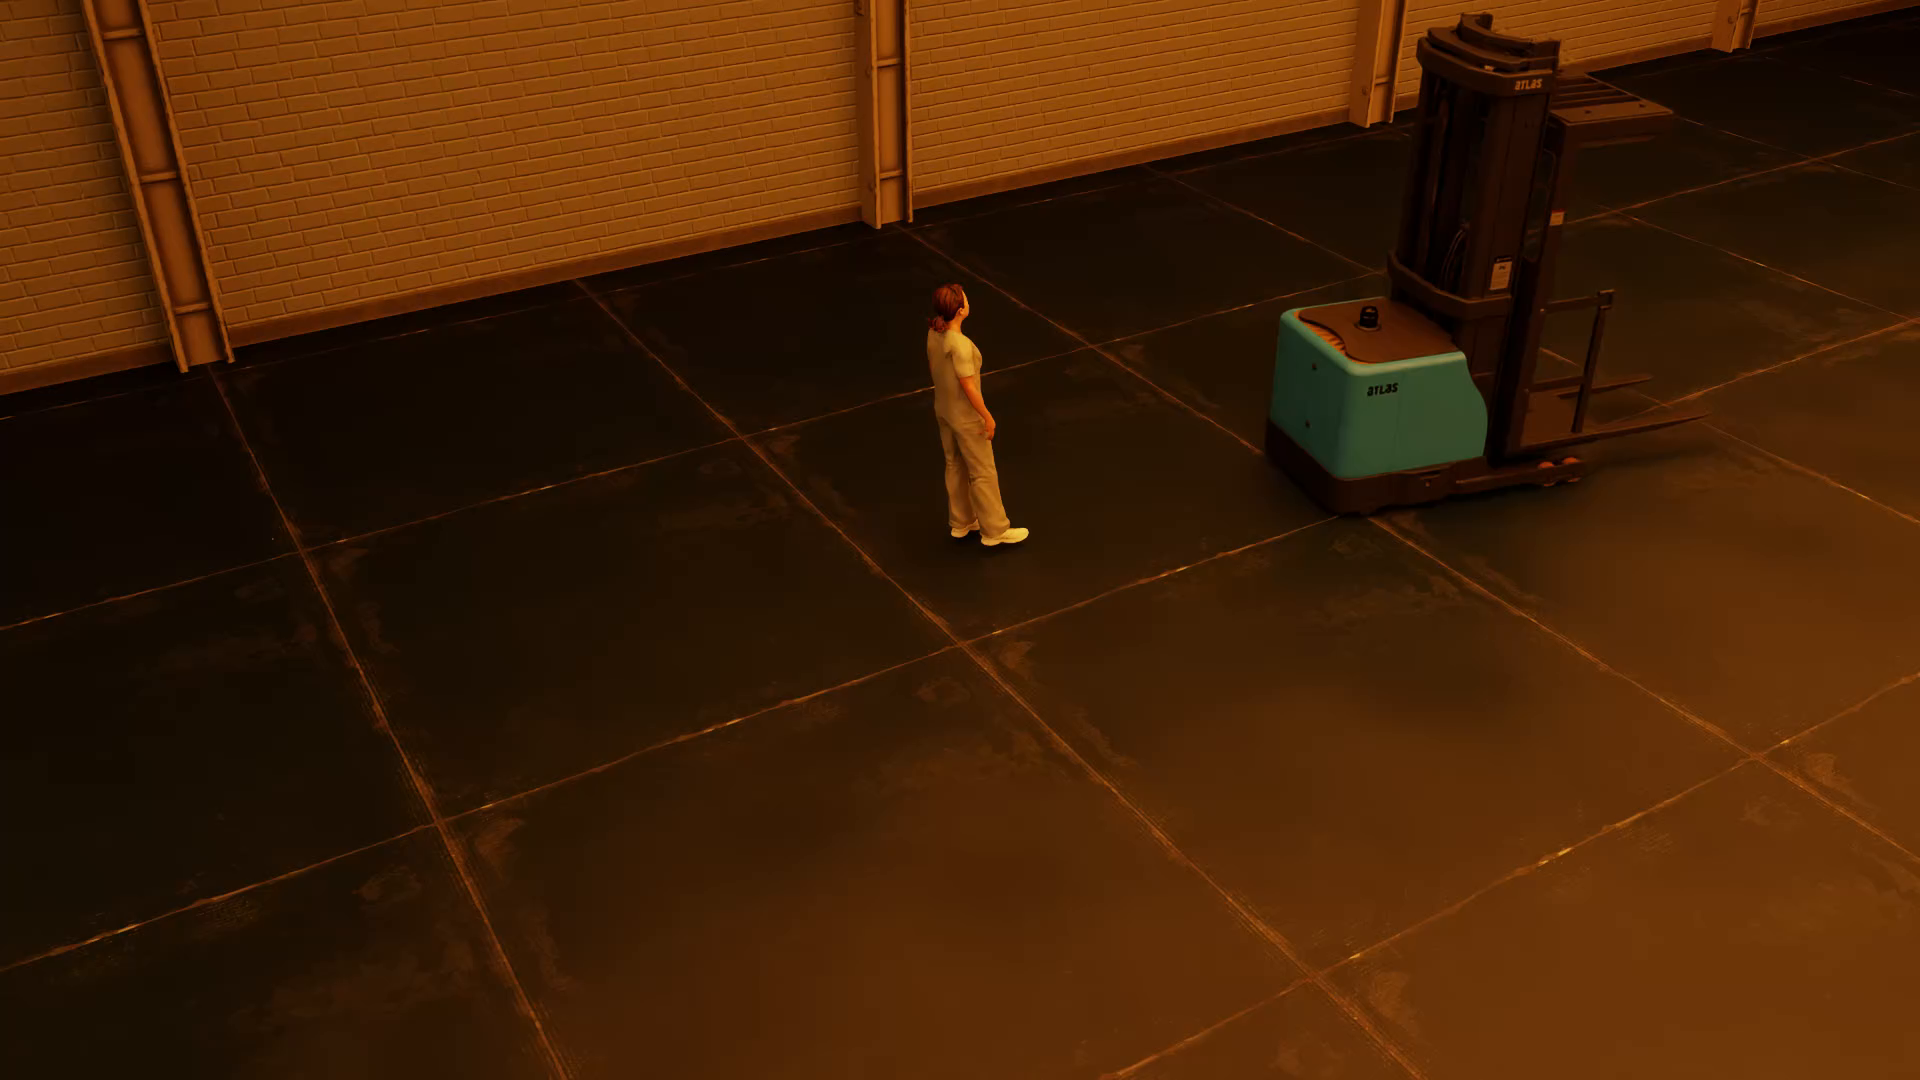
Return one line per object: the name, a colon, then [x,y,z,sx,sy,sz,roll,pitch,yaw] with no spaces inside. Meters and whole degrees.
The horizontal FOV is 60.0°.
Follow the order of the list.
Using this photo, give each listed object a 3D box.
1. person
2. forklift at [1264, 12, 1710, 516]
person: [0.070,-0.773,10.068,0.547,1.673,0.549,-17,35,-26]
forklift: [3.664,-1.858,10.750,3.031,2.935,1.130,-10,32,-16]
